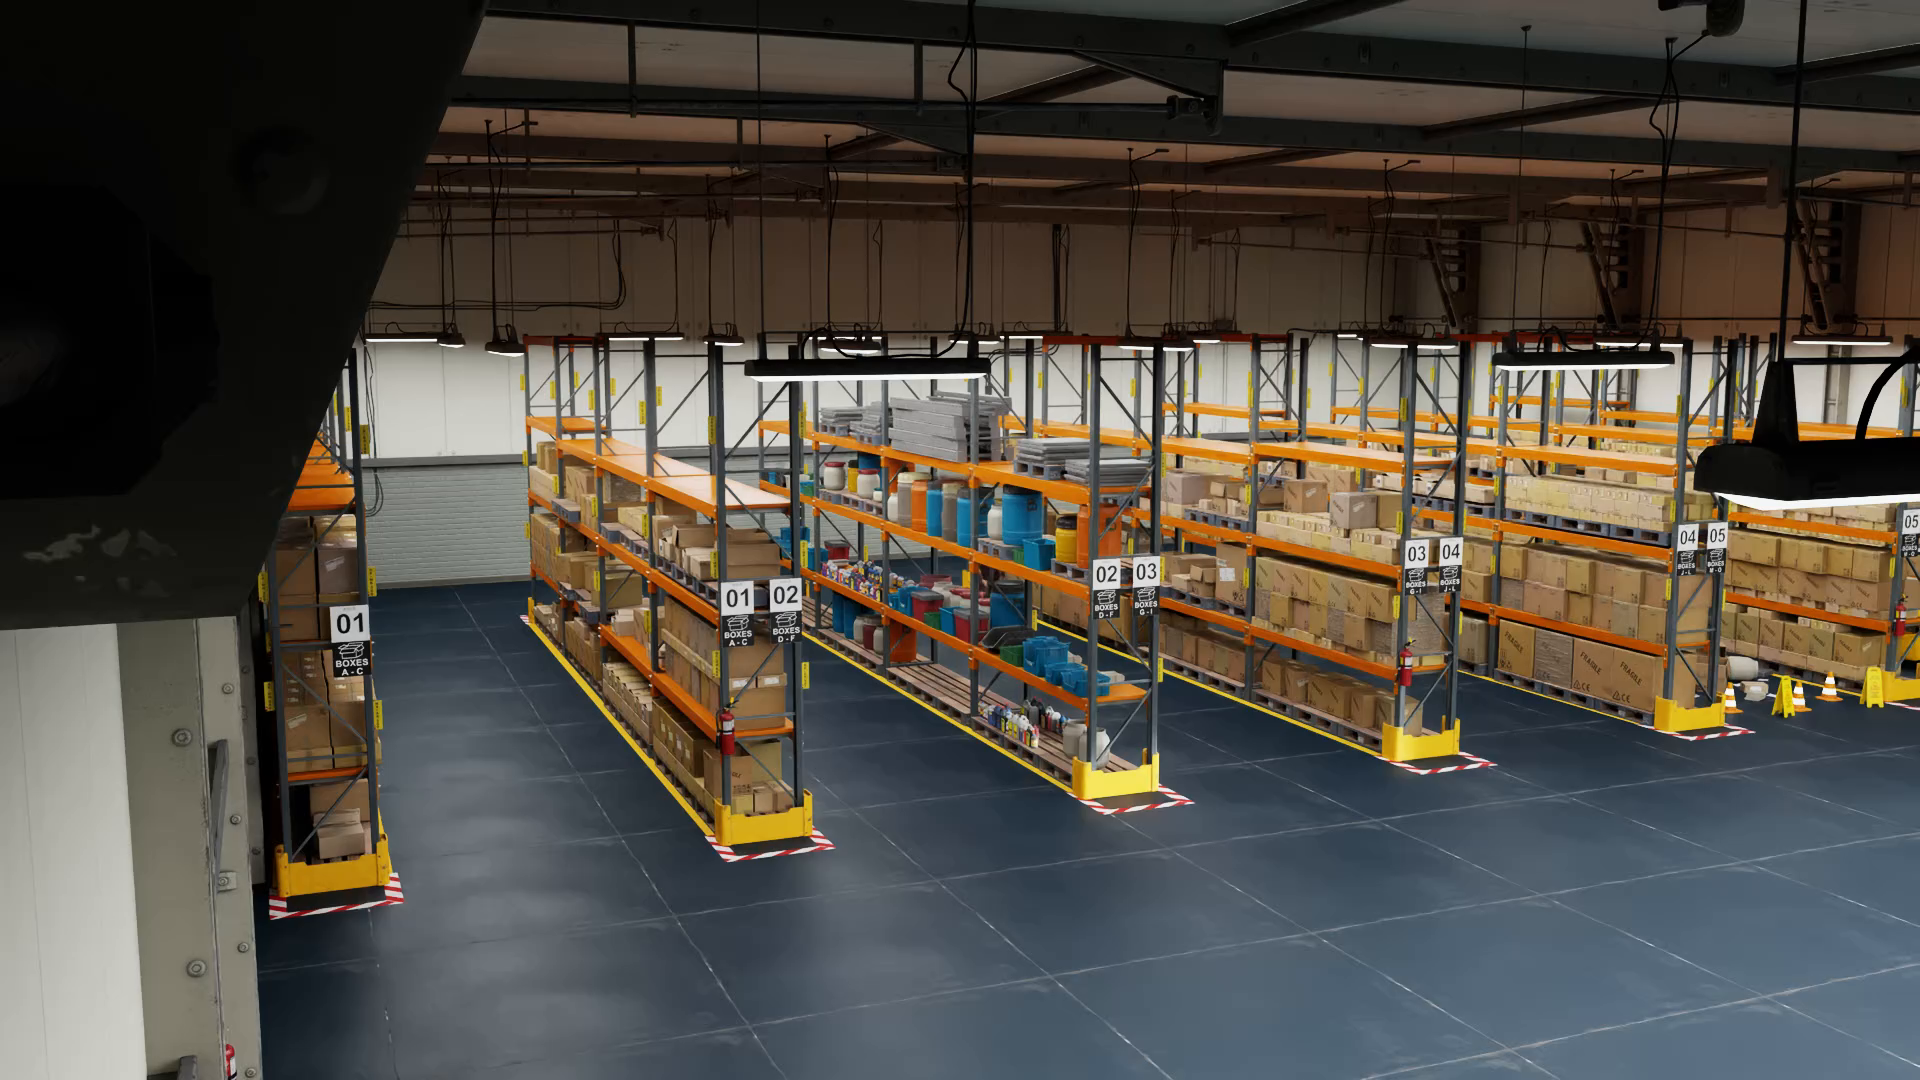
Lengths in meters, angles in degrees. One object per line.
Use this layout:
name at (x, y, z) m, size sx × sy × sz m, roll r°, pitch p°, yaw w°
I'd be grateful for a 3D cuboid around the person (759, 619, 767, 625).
person at (-3.623, 1.725, 28.469) m, size 0.691 × 1.672 × 0.700 m, roll -2°, pitch 8°, yaw -12°

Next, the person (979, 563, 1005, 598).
person at (0.628, 0.881, 34.820) m, size 0.748 × 1.685 × 0.653 m, roll -2°, pitch 8°, yaw -11°
